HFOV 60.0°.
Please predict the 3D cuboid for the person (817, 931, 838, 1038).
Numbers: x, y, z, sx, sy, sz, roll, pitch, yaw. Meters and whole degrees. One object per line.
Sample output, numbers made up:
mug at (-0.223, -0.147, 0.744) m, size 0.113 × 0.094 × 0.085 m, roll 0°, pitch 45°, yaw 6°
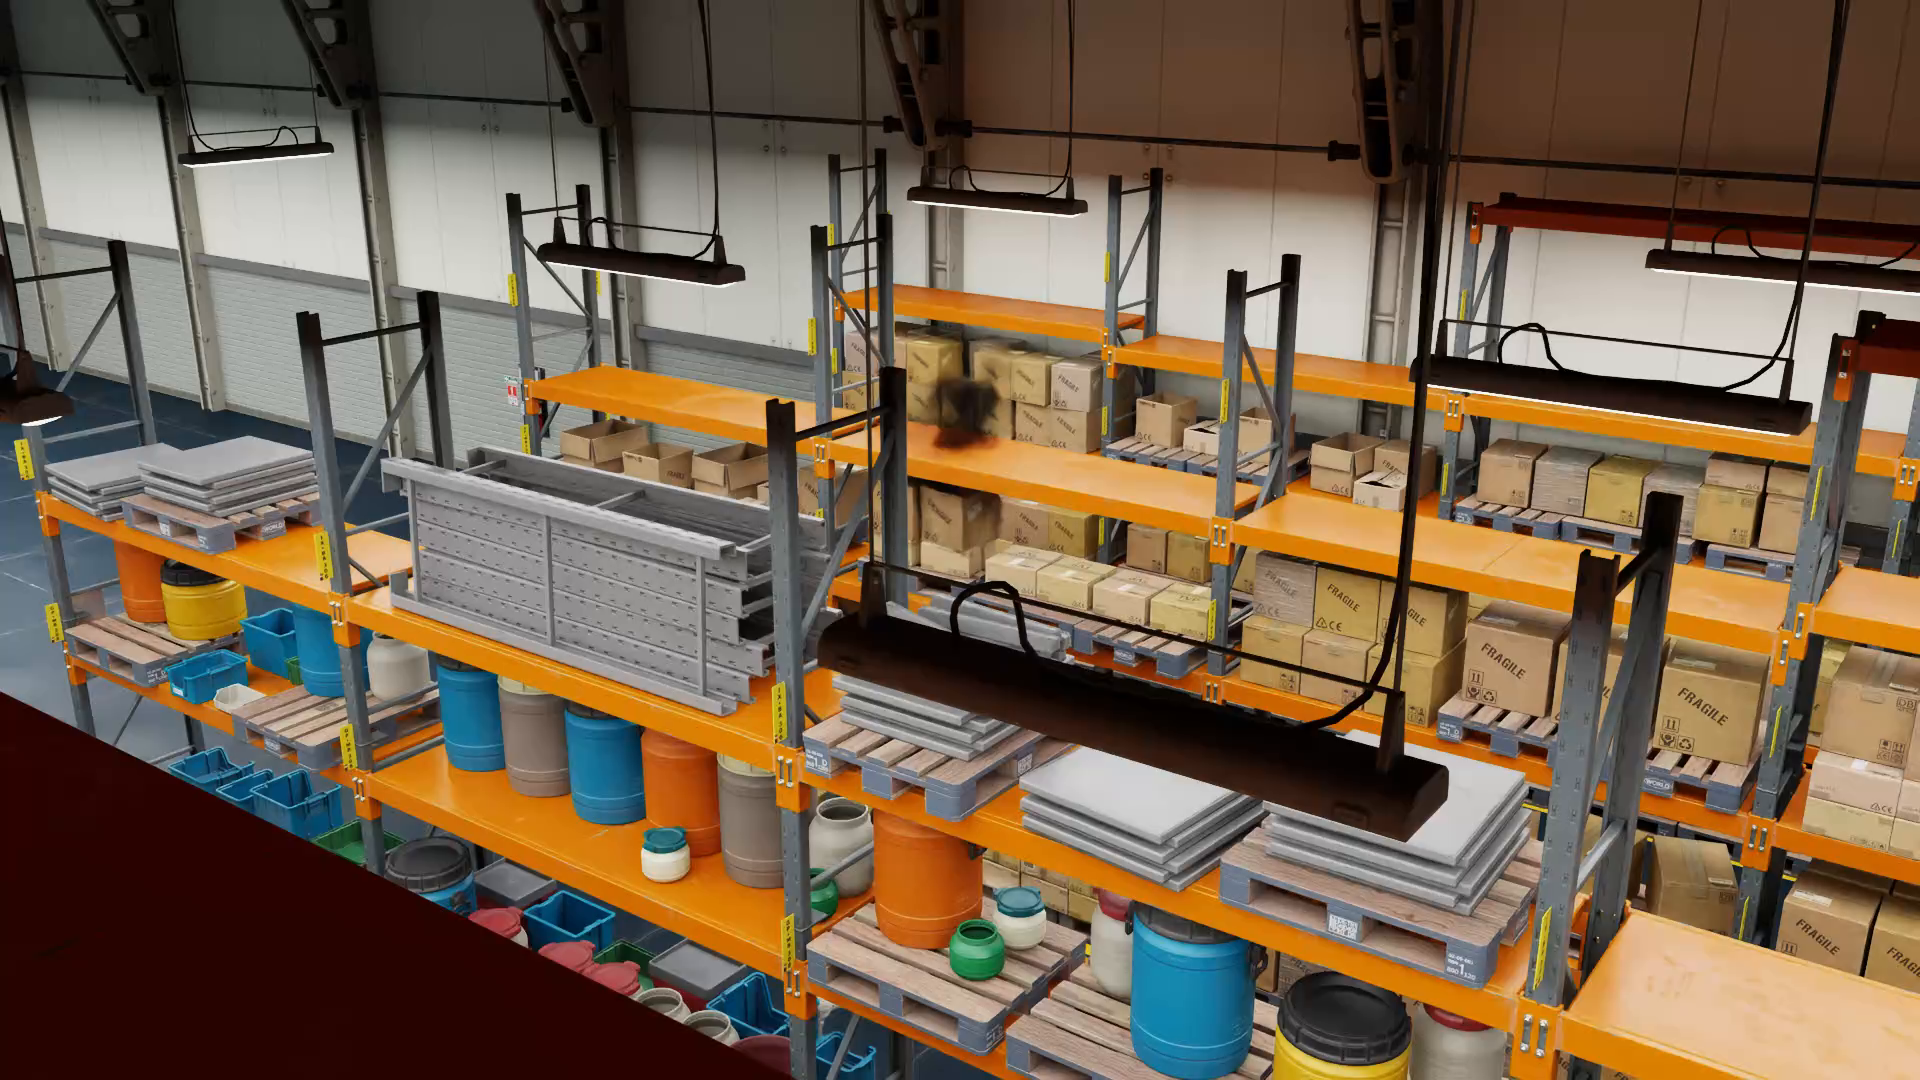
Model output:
person at (-1.004, 3.351, 12.215) m, size 0.886 × 1.757 × 0.698 m, roll 12°, pitch 22°, yaw 33°
